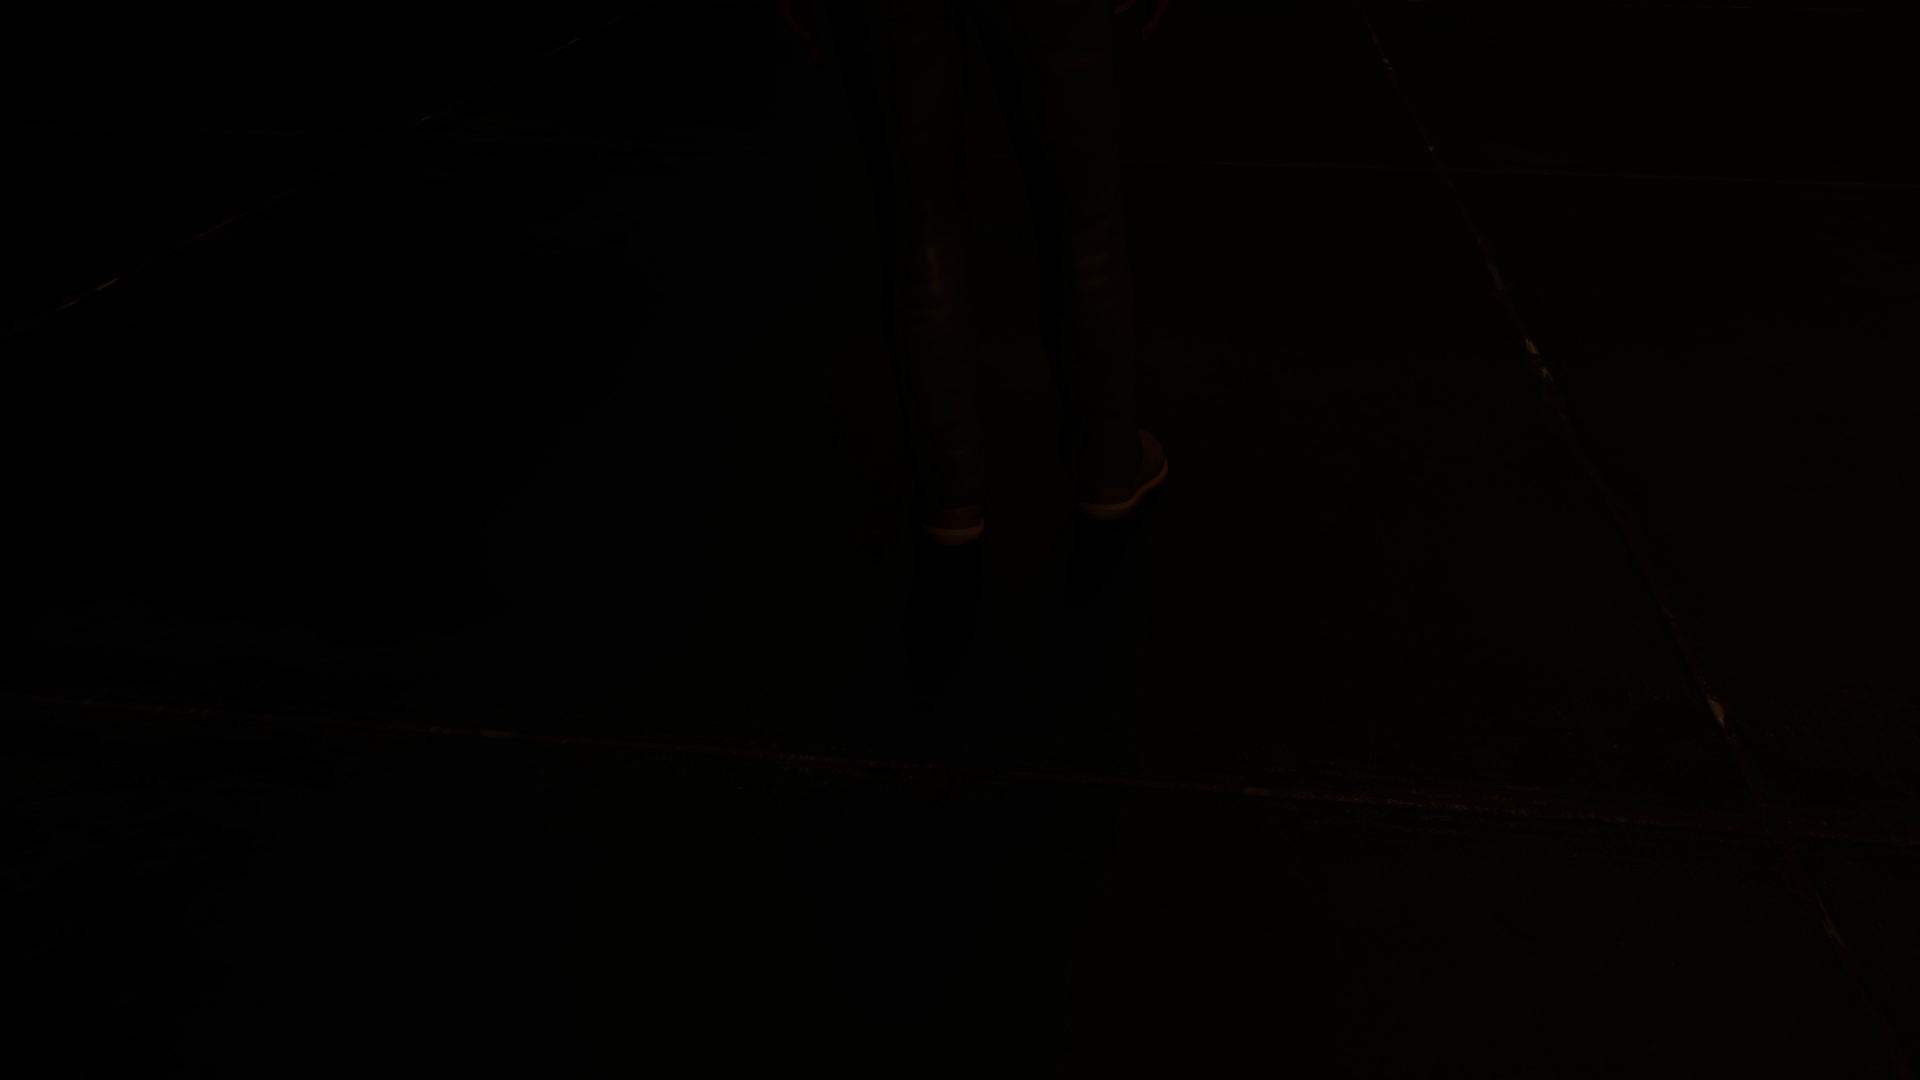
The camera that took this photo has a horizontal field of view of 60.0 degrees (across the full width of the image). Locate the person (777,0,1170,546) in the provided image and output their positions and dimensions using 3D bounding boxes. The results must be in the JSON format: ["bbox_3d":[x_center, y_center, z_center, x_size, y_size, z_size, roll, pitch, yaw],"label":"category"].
[{"bbox_3d":[0.031,-0.784,2.203,0.569,1.654,0.504,3,27,7],"label":"person"}]
